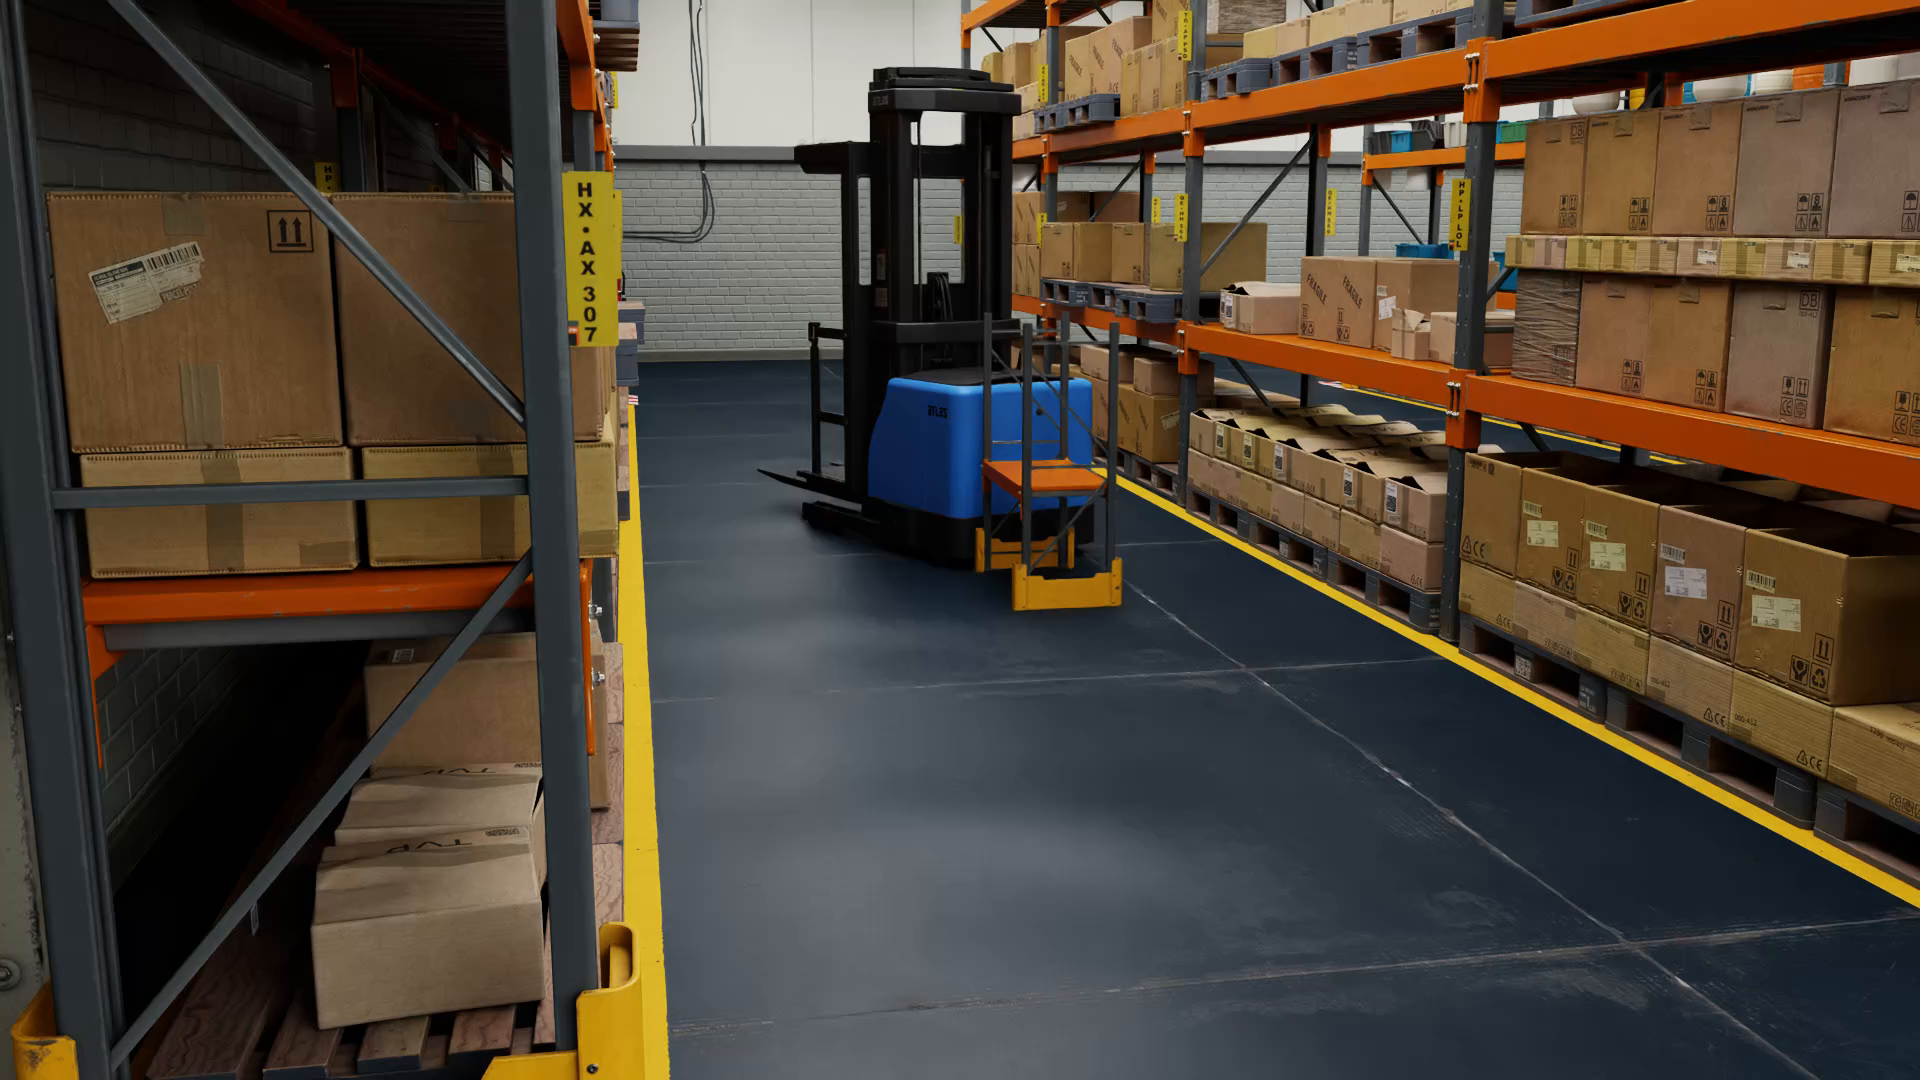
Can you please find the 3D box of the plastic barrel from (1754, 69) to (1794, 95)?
[{"bbox_3d":[6.578,-3.714,13.412,0.301,0.262,0.301,0,11,0],"label":"plastic barrel"}]

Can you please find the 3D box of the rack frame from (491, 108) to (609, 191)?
[{"bbox_3d":[-3.566,-2.284,14.675,1.000,3.000,0.127,-2,11,-11],"label":"rack frame"}]

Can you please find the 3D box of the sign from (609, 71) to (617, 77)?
[{"bbox_3d":[-3.035,-4.188,14.430,0.100,0.325,0.005,-2,11,-11],"label":"sign"}]

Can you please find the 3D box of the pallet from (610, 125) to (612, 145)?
[{"bbox_3d":[-4.189,-4.312,17.545,1.003,0.211,1.213,-2,11,-11],"label":"pallet"}]

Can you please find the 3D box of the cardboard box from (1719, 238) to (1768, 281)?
[{"bbox_3d":[3.016,-1.025,6.059,0.380,0.149,0.250,-2,11,-11],"label":"cardboard box"}]

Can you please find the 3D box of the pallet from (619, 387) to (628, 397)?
[{"bbox_3d":[-4.111,-1.504,18.035,1.003,0.211,1.213,-2,11,-11],"label":"pallet"}]

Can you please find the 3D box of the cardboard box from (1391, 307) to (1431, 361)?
[{"bbox_3d":[2.497,-1.086,8.741,0.396,0.266,0.258,-2,11,-12],"label":"cardboard box"}]

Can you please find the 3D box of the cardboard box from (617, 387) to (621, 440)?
[{"bbox_3d":[-3.136,-1.157,13.380,0.750,0.750,0.750,-2,11,-9],"label":"cardboard box"}]

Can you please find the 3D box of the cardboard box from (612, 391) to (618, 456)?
[{"bbox_3d":[-1.320,-0.402,5.132,0.500,0.250,0.500,-2,11,-10],"label":"cardboard box"}]

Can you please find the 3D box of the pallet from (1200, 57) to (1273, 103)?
[{"bbox_3d":[2.290,-2.991,10.871,1.213,0.211,1.003,-2,11,-8],"label":"pallet"}]

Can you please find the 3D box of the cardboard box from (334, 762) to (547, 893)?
[{"bbox_3d":[-1.389,0.787,4.556,0.500,0.311,0.500,-1,11,-6],"label":"cardboard box"}]

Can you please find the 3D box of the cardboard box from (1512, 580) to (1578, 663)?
[{"bbox_3d":[2.734,0.335,7.147,0.500,0.250,0.500,-2,11,-11],"label":"cardboard box"}]

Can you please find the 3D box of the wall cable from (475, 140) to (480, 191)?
[{"bbox_3d":[-5.521,-3.717,19.488,0.084,1.984,1.851,-2,11,-11],"label":"wall cable"}]

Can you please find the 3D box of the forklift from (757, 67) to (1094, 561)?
[{"bbox_3d":[-0.399,-1.542,10.961,1.130,2.935,3.031,-7,13,-32],"label":"forklift"}]

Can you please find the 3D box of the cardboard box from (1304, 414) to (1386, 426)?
[{"bbox_3d":[2.521,-0.680,10.979,0.500,0.311,0.500,-2,11,-12],"label":"cardboard box"}]

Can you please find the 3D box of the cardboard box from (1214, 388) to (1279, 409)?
[{"bbox_3d":[2.155,-0.909,12.960,0.500,0.500,0.500,-3,11,-13],"label":"cardboard box"}]

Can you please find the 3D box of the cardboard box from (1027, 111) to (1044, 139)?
[{"bbox_3d":[0.937,-3.944,15.777,0.500,0.250,0.500,-2,11,-11],"label":"cardboard box"}]

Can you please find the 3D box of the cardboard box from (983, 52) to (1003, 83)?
[{"bbox_3d":[0.645,-5.024,18.107,0.700,0.500,0.500,-2,11,-11],"label":"cardboard box"}]

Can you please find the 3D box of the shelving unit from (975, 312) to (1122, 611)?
[{"bbox_3d":[0.475,-0.473,9.168,0.587,1.500,1.083,-2,11,-11],"label":"shelving unit"}]

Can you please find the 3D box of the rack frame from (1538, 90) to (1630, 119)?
[{"bbox_3d":[6.152,-5.592,16.007,1.000,3.000,0.127,-2,11,-11],"label":"rack frame"}]

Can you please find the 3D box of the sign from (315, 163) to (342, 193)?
[{"bbox_3d":[-2.554,-1.365,6.749,0.100,0.325,0.005,-2,11,-11],"label":"sign"}]

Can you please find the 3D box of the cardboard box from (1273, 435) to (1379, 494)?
[{"bbox_3d":[2.192,-0.472,9.884,0.500,0.311,0.500,-2,11,-12],"label":"cardboard box"}]

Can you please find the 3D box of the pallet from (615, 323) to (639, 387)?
[{"bbox_3d":[-2.016,-0.868,7.749,1.003,0.211,1.213,-2,11,-11],"label":"pallet"}]

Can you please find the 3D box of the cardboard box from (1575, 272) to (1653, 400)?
[{"bbox_3d":[3.050,-0.869,6.974,0.700,0.500,0.500,-2,11,-12],"label":"cardboard box"}]

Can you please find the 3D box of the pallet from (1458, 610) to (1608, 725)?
[{"bbox_3d":[2.962,0.519,7.403,1.003,0.211,1.213,-2,11,-11],"label":"pallet"}]

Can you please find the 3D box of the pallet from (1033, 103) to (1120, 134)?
[{"bbox_3d":[1.351,-3.724,14.721,1.213,0.211,1.003,-2,11,-11],"label":"pallet"}]

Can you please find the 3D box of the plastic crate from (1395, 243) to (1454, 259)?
[{"bbox_3d":[5.622,-3.370,20.127,0.616,0.435,0.499,-2,11,-11],"label":"plastic crate"}]

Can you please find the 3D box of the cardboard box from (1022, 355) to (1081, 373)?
[{"bbox_3d":[0.904,-1.547,16.313,0.500,0.500,0.500,-2,11,-11],"label":"cardboard box"}]

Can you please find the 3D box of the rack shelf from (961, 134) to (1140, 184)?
[{"bbox_3d":[0.904,-3.952,17.339,1.077,0.370,4.000,-2,11,-11],"label":"rack shelf"}]

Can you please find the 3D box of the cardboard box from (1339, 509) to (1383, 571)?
[{"bbox_3d":[2.387,-0.012,8.966,0.500,0.250,0.500,-2,11,-12],"label":"cardboard box"}]

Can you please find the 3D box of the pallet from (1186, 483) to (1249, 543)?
[{"bbox_3d":[2.192,-0.209,11.231,1.003,0.211,1.213,-2,11,-11],"label":"pallet"}]

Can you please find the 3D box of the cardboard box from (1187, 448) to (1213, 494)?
[{"bbox_3d":[1.884,-0.480,11.428,0.500,0.250,0.500,-2,11,-11],"label":"cardboard box"}]

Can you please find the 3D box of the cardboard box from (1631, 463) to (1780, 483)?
[{"bbox_3d":[3.239,-0.053,7.175,0.500,0.500,0.500,-2,11,-11],"label":"cardboard box"}]

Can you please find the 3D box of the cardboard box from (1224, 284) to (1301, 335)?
[{"bbox_3d":[2.055,-1.517,10.880,0.500,0.311,0.500,-2,11,-12],"label":"cardboard box"}]

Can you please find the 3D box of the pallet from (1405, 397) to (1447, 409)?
[{"bbox_3d":[5.730,-1.632,18.708,1.003,0.211,1.213,-2,11,-11],"label":"pallet"}]

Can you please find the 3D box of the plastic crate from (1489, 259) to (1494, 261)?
[{"bbox_3d":[6.036,-2.903,18.080,0.437,0.282,0.530,-2,11,-11],"label":"plastic crate"}]

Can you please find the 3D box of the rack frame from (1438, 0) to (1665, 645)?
[{"bbox_3d":[2.849,-0.998,7.917,1.000,3.000,0.127,-2,11,-11],"label":"rack frame"}]

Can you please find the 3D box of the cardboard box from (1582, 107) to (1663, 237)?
[{"bbox_3d":[3.041,-1.510,6.873,0.700,0.500,0.500,-2,11,-11],"label":"cardboard box"}]

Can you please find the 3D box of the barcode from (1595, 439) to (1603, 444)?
[{"bbox_3d":[3.207,-0.520,8.345,0.001,0.075,0.075,-2,11,-11],"label":"barcode"}]

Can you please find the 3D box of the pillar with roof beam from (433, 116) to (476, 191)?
[{"bbox_3d":[-0.328,-5.485,15.446,9.100,9.000,0.400,-2,11,-11],"label":"pillar with roof beam"}]

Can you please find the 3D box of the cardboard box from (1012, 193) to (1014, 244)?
[{"bbox_3d":[0.740,-3.275,16.939,0.500,0.500,0.500,-2,11,-11],"label":"cardboard box"}]

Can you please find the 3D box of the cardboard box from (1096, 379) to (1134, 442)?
[{"bbox_3d":[1.450,-1.074,13.823,0.500,0.500,0.500,-3,11,-13],"label":"cardboard box"}]

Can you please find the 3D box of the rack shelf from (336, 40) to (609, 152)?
[{"bbox_3d":[-2.399,-2.304,8.680,1.077,0.370,4.000,-2,11,-11],"label":"rack shelf"}]

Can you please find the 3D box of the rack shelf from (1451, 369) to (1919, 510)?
[{"bbox_3d":[3.238,-0.278,6.057,1.077,0.370,4.000,-2,11,-11],"label":"rack shelf"}]

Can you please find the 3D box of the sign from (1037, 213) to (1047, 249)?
[{"bbox_3d":[0.762,-2.869,15.433,0.100,0.325,0.005,-2,11,-11],"label":"sign"}]

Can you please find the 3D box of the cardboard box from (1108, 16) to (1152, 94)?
[{"bbox_3d":[1.580,-3.904,13.503,0.600,0.600,0.600,-3,11,-13],"label":"cardboard box"}]

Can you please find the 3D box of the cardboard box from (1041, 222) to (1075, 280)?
[{"bbox_3d":[1.165,-2.625,15.078,0.700,0.500,0.500,-6,12,-30],"label":"cardboard box"}]

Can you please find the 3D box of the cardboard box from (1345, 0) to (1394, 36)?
[{"bbox_3d":[2.537,-2.957,9.465,0.500,0.250,0.500,-3,11,-16],"label":"cardboard box"}]

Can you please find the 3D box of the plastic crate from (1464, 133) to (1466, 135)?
[{"bbox_3d":[5.531,-4.208,17.465,0.293,0.136,0.466,-2,11,-11],"label":"plastic crate"}]

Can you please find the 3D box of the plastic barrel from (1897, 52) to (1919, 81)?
[{"bbox_3d":[6.877,-3.472,11.554,0.600,0.901,0.600,0,11,0],"label":"plastic barrel"}]

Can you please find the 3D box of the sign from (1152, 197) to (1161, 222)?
[{"bbox_3d":[1.836,-3.055,15.627,0.100,0.325,0.005,-2,11,-11],"label":"sign"}]

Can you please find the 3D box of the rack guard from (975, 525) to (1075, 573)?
[{"bbox_3d":[0.382,0.050,9.765,0.587,0.250,0.087,-2,11,-11],"label":"rack guard"}]

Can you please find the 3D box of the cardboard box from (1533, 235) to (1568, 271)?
[{"bbox_3d":[2.760,-1.263,7.309,0.380,0.149,0.250,-2,11,-10],"label":"cardboard box"}]

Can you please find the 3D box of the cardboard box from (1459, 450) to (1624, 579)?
[{"bbox_3d":[2.632,-0.125,7.558,0.500,0.500,0.500,-2,11,-11],"label":"cardboard box"}]

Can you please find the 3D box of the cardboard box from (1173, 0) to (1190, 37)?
[{"bbox_3d":[1.893,-3.919,12.301,0.500,0.500,0.500,-2,11,-11],"label":"cardboard box"}]

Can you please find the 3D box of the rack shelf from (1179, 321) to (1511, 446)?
[{"bbox_3d":[2.460,-1.011,9.911,1.077,0.370,4.000,-2,11,-11],"label":"rack shelf"}]
